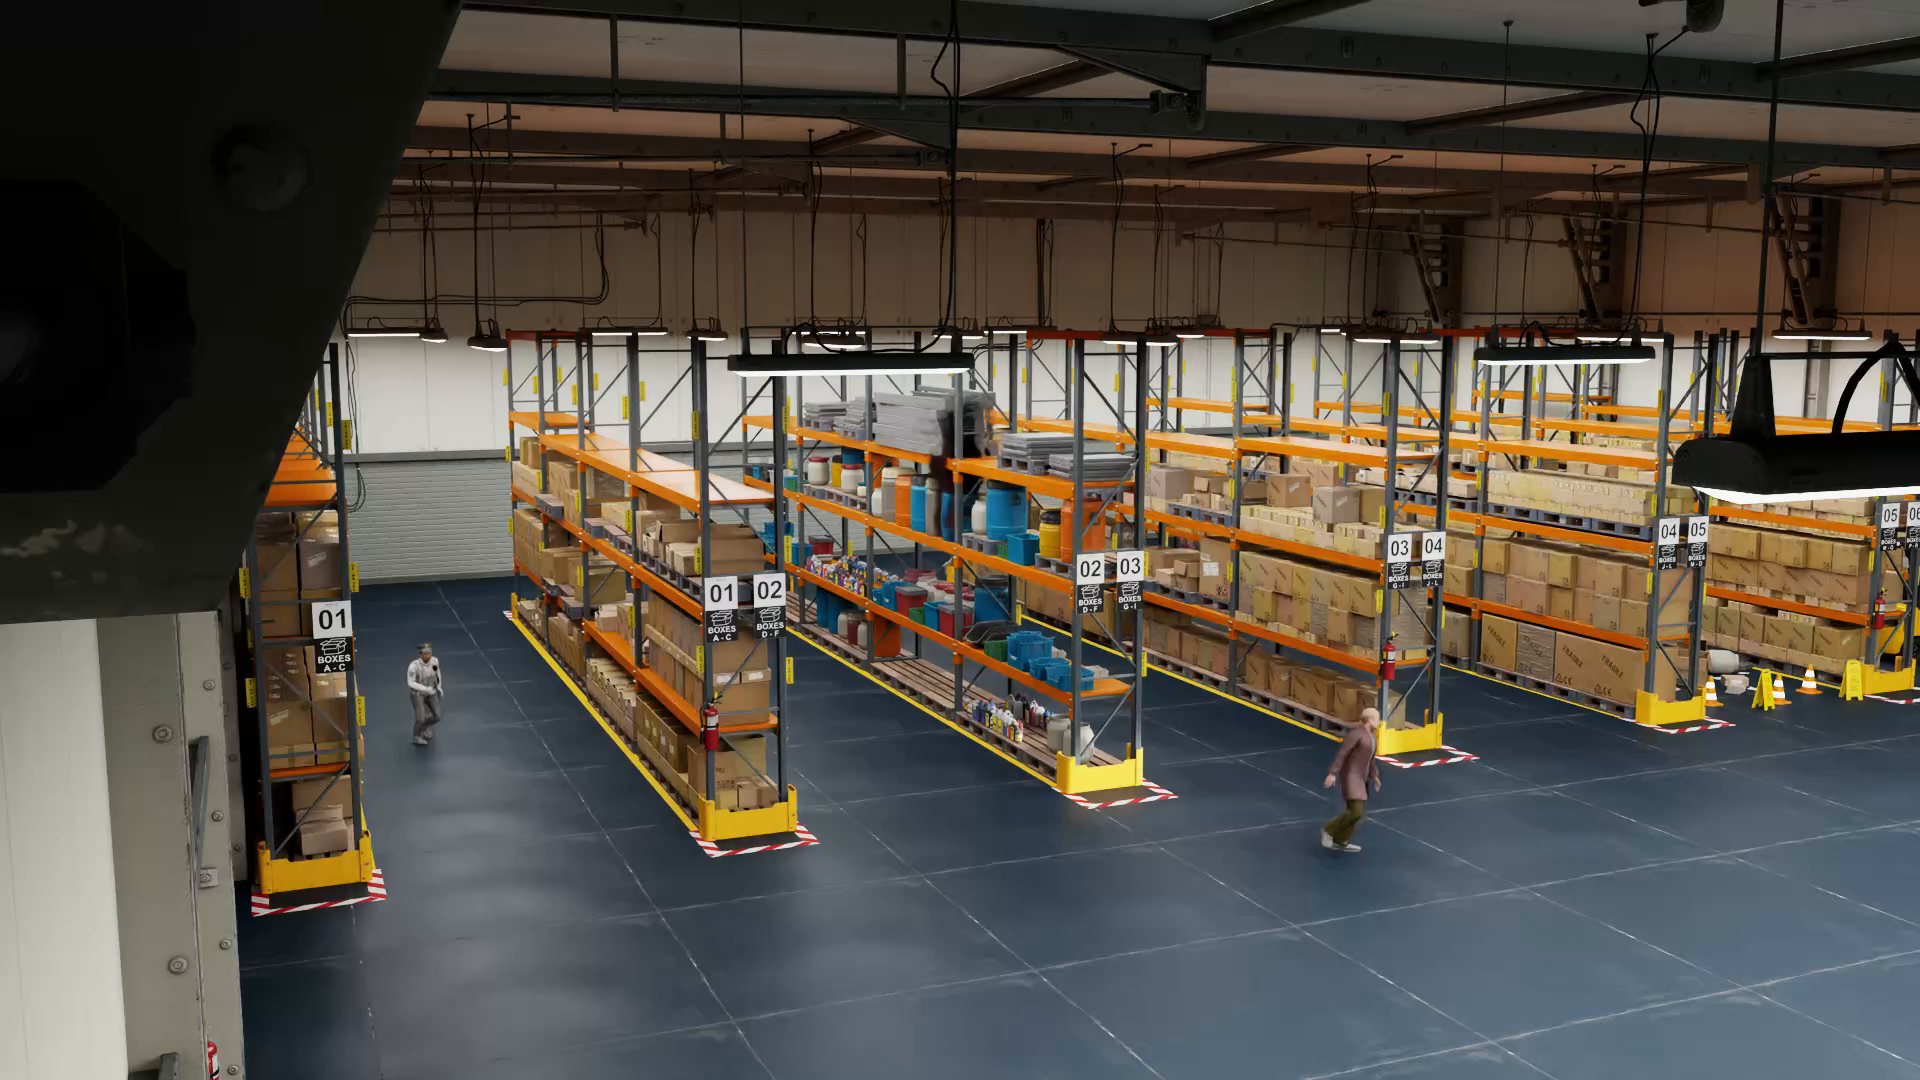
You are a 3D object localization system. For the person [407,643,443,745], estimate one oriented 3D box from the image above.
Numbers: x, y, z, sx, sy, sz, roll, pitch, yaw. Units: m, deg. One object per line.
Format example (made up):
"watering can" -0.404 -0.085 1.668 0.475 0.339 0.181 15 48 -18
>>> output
"person" -7.848 2.250 24.390 0.718 1.575 0.604 7 10 42

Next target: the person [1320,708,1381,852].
"person" 4.592 2.822 19.600 0.586 1.733 0.750 5 9 34

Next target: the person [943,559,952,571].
"person" 0.119 0.149 40.146 1.147 1.524 0.647 5 9 33

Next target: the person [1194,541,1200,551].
"person" 6.351 -0.396 43.409 0.858 1.634 0.582 -6 10 -36

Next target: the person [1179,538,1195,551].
"person" 5.731 -0.254 42.497 0.705 1.625 0.540 8 11 44
